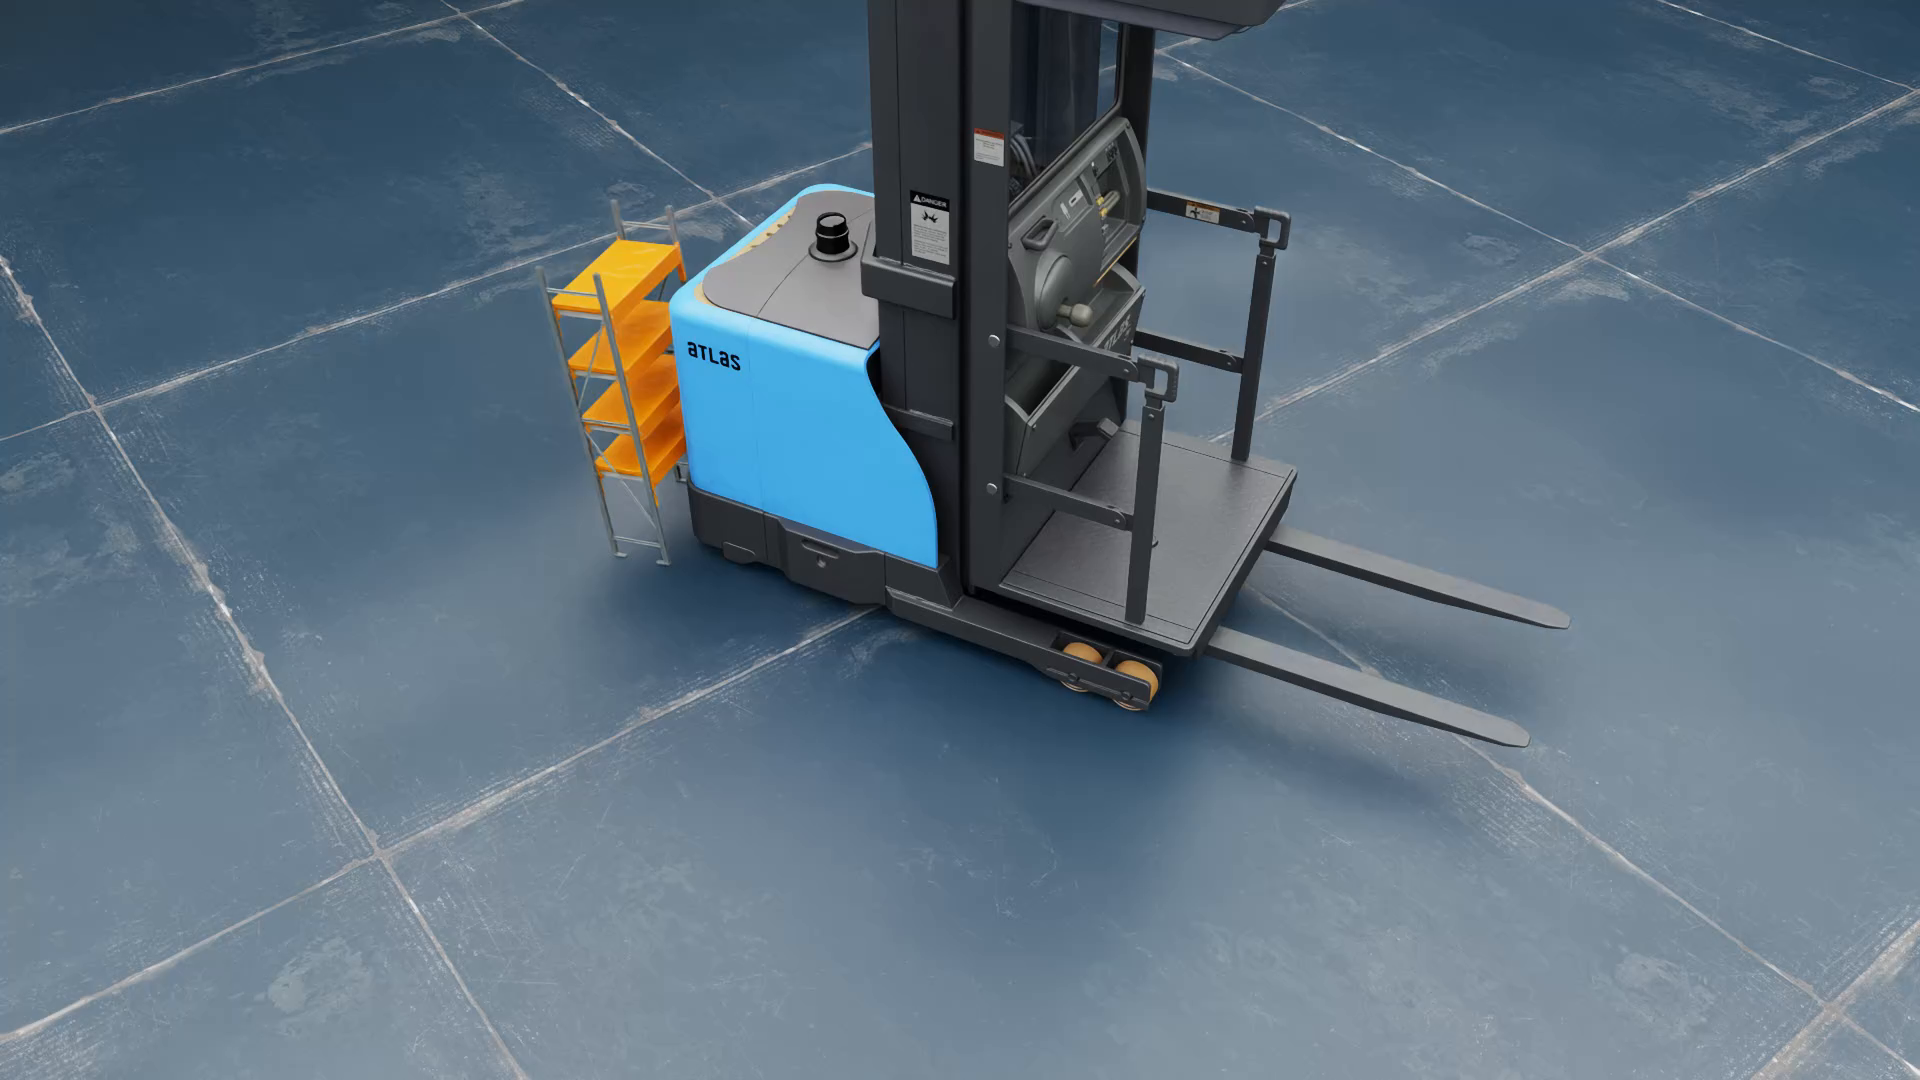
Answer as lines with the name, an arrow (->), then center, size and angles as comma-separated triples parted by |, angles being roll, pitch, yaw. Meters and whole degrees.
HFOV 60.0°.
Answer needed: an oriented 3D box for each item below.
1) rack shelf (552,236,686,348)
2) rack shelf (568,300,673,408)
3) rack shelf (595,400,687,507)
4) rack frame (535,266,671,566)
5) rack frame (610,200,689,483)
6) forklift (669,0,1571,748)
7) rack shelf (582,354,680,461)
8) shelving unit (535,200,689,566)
rack shelf -> -1.175, -0.858, 5.717 | 0.258, 0.148, 0.480 | 9, 40, 19
rack shelf -> -1.154, -0.671, 5.860 | 0.258, 0.148, 0.480 | 9, 40, 19
rack shelf -> -1.117, -0.337, 6.115 | 0.258, 0.148, 0.480 | 9, 40, 19
rack frame -> -1.227, -0.403, 5.778 | 0.240, 1.200, 0.015 | 9, 40, 19
rack frame -> -1.054, -0.692, 6.131 | 0.240, 1.200, 0.015 | 9, 40, 19
forklift -> 0.555, -0.951, 5.099 | 3.031, 2.935, 1.130 | 18, 43, 21
rack shelf -> -1.135, -0.494, 5.995 | 0.258, 0.148, 0.480 | 9, 40, 19
shelving unit -> -1.141, -0.548, 5.954 | 0.258, 1.200, 0.503 | 9, 40, 19
